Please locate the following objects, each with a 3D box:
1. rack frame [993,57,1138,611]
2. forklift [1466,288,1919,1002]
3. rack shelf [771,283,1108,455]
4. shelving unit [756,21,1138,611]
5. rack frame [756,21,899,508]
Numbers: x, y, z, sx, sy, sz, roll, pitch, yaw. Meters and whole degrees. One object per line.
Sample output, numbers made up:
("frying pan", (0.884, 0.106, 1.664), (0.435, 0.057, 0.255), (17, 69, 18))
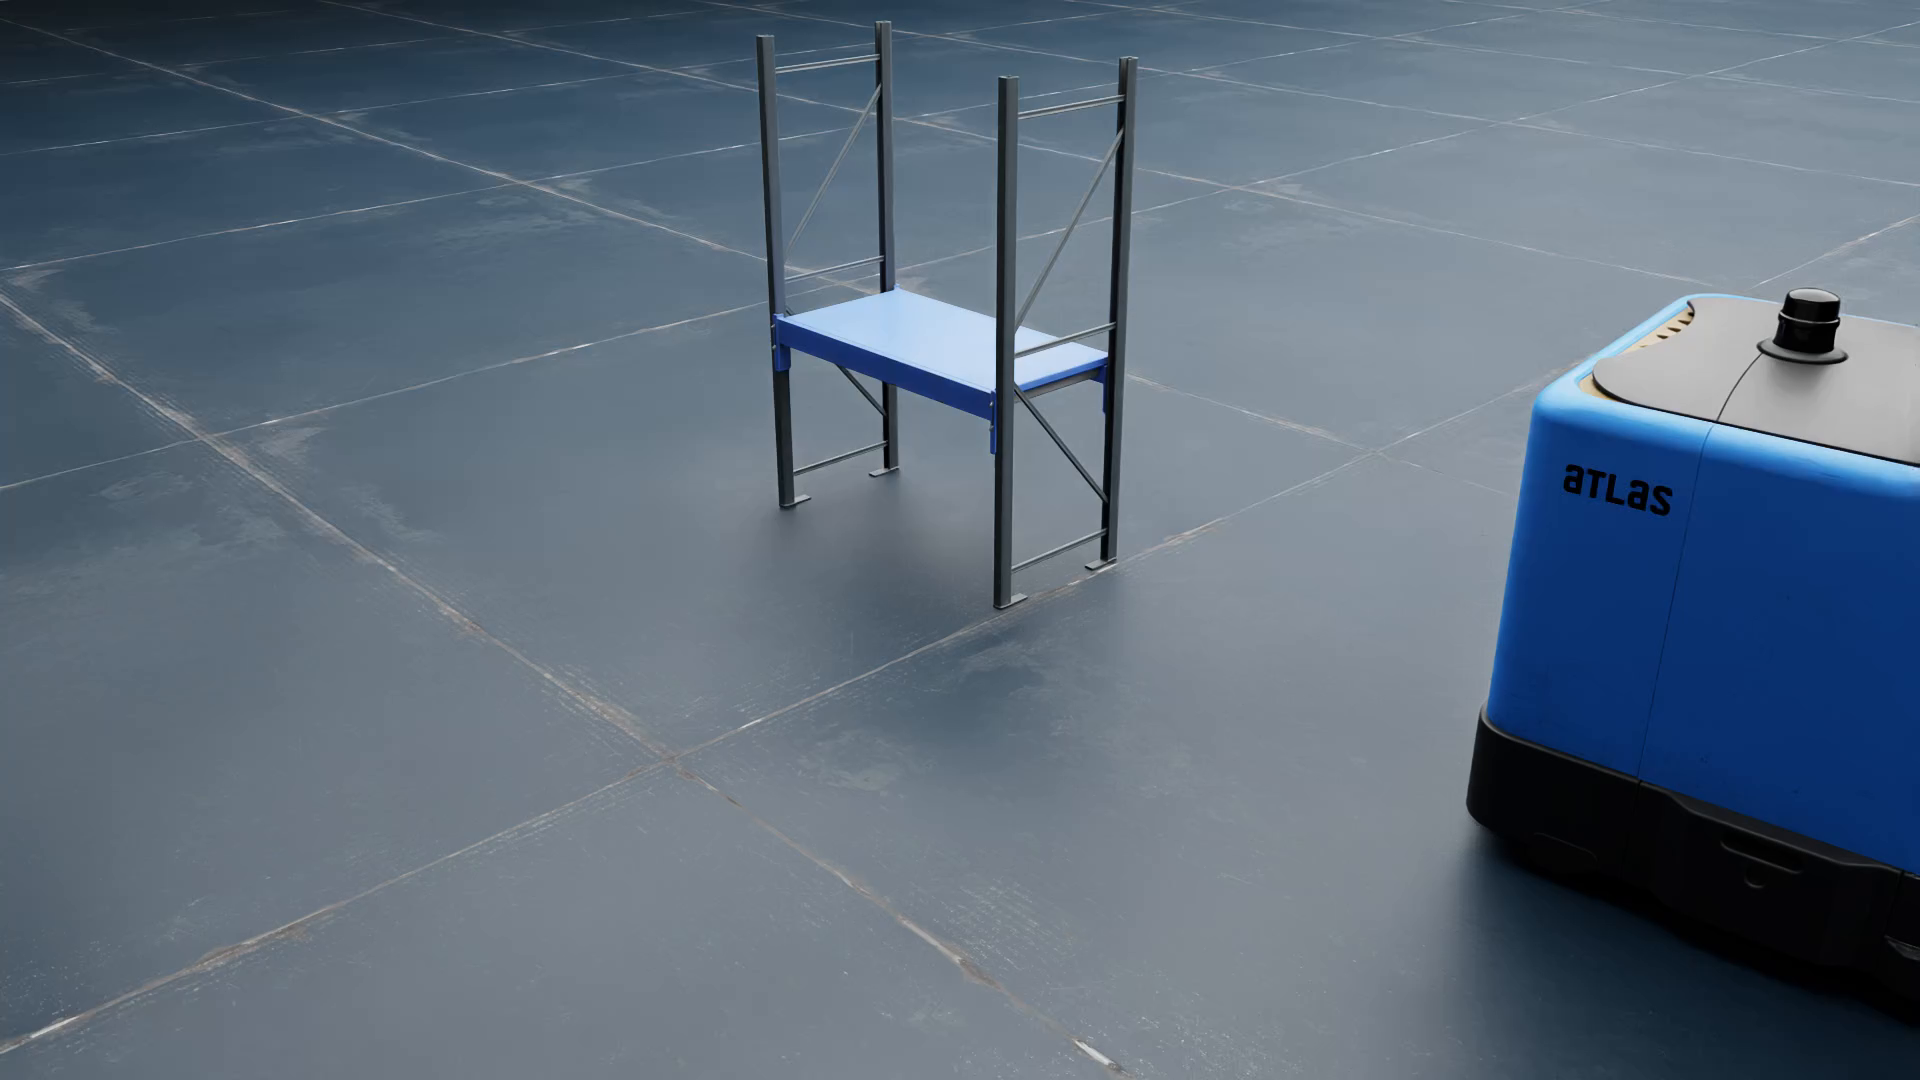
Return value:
("rack frame", (0.289, -0.554, 4.658), (0.500, 1.500, 0.032), (-21, 32, -38))
("forklift", (2.602, -0.422, 2.643), (3.031, 2.935, 1.130), (19, 31, 35))
("rack shelf", (-0.058, -0.545, 5.070), (0.538, 0.185, 1.000), (-21, 32, -38))
("shelving unit", (-0.058, -0.708, 4.995), (0.538, 1.500, 1.048), (-21, 32, -38))
("rack frame", (-0.406, -0.862, 5.333), (0.500, 1.500, 0.032), (-21, 32, -38))
